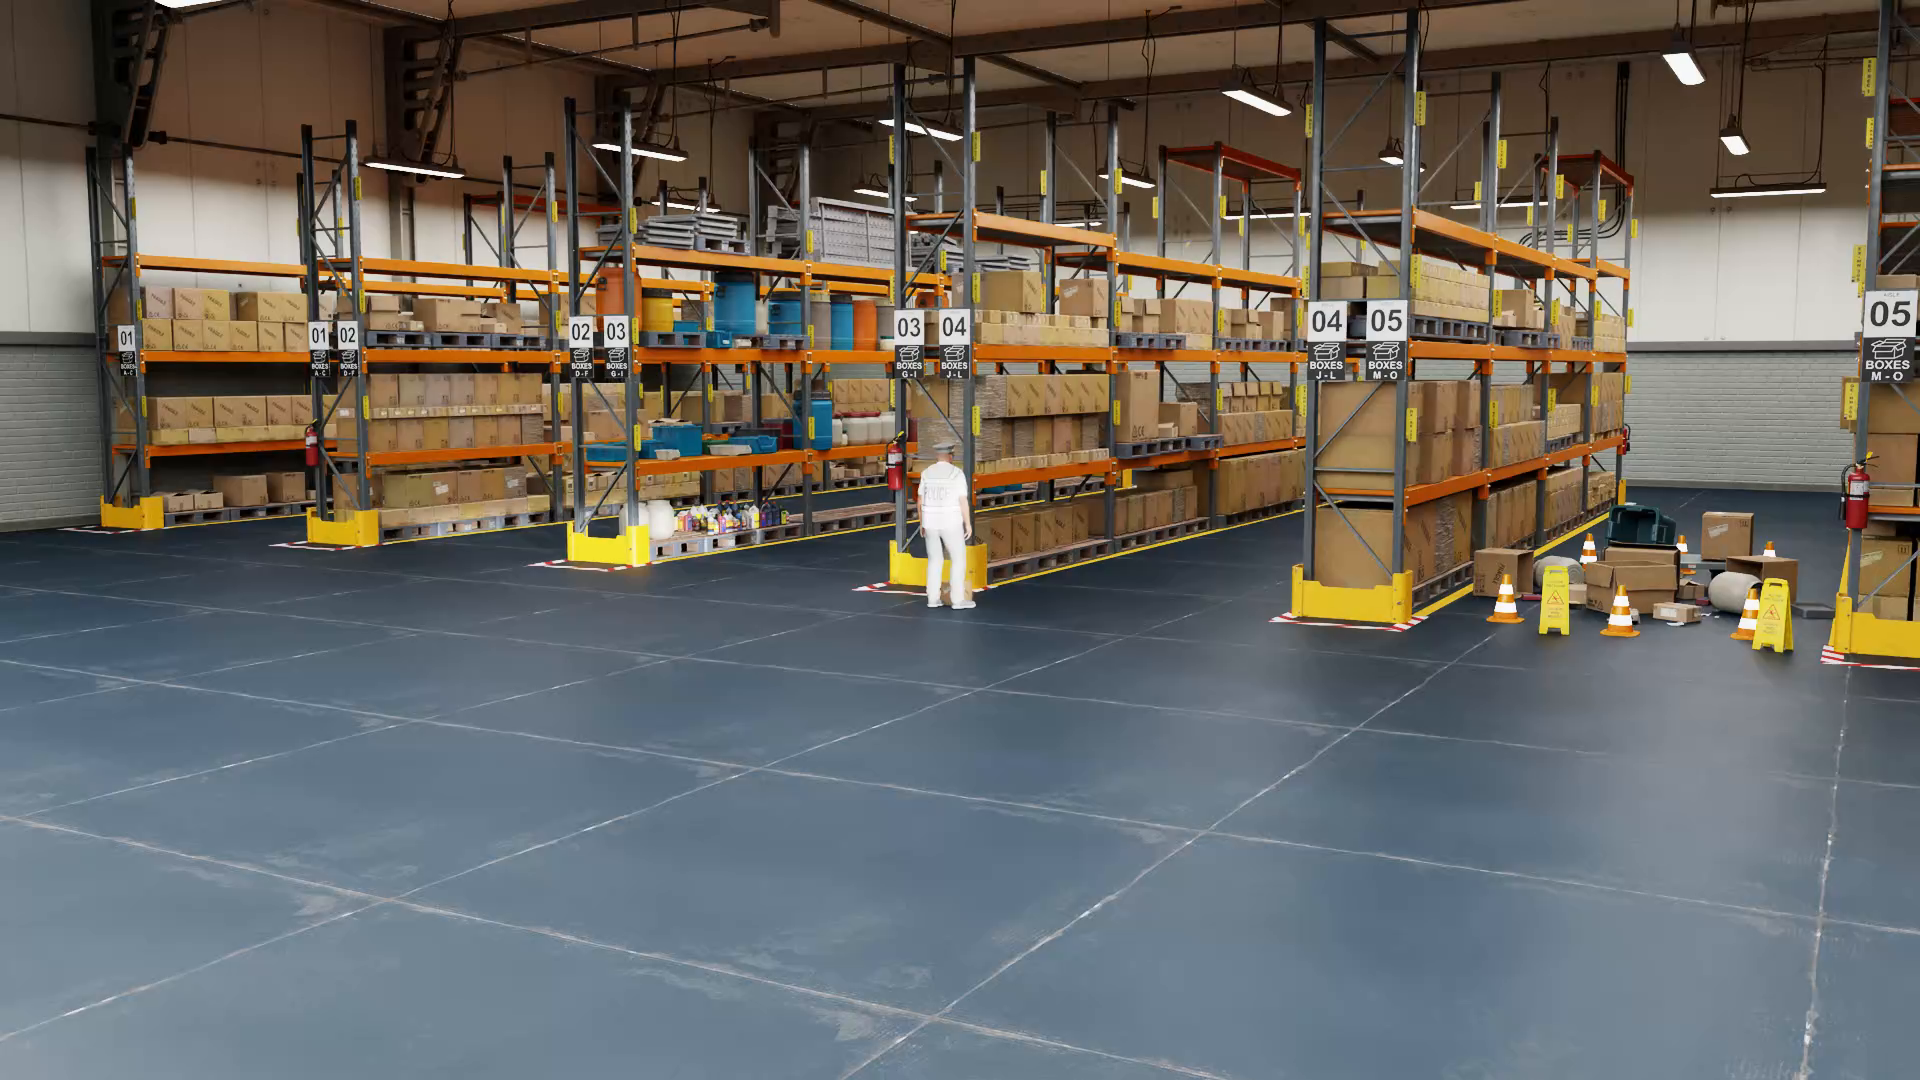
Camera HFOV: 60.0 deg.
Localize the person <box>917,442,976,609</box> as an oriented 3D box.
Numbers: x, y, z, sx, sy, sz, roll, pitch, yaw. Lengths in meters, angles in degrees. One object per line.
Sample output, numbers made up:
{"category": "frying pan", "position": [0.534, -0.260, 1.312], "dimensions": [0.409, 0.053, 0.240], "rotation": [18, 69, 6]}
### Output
{"category": "person", "position": [-0.170, -0.155, 17.581], "dimensions": [0.605, 1.751, 0.428], "rotation": [3, 7, 26]}
